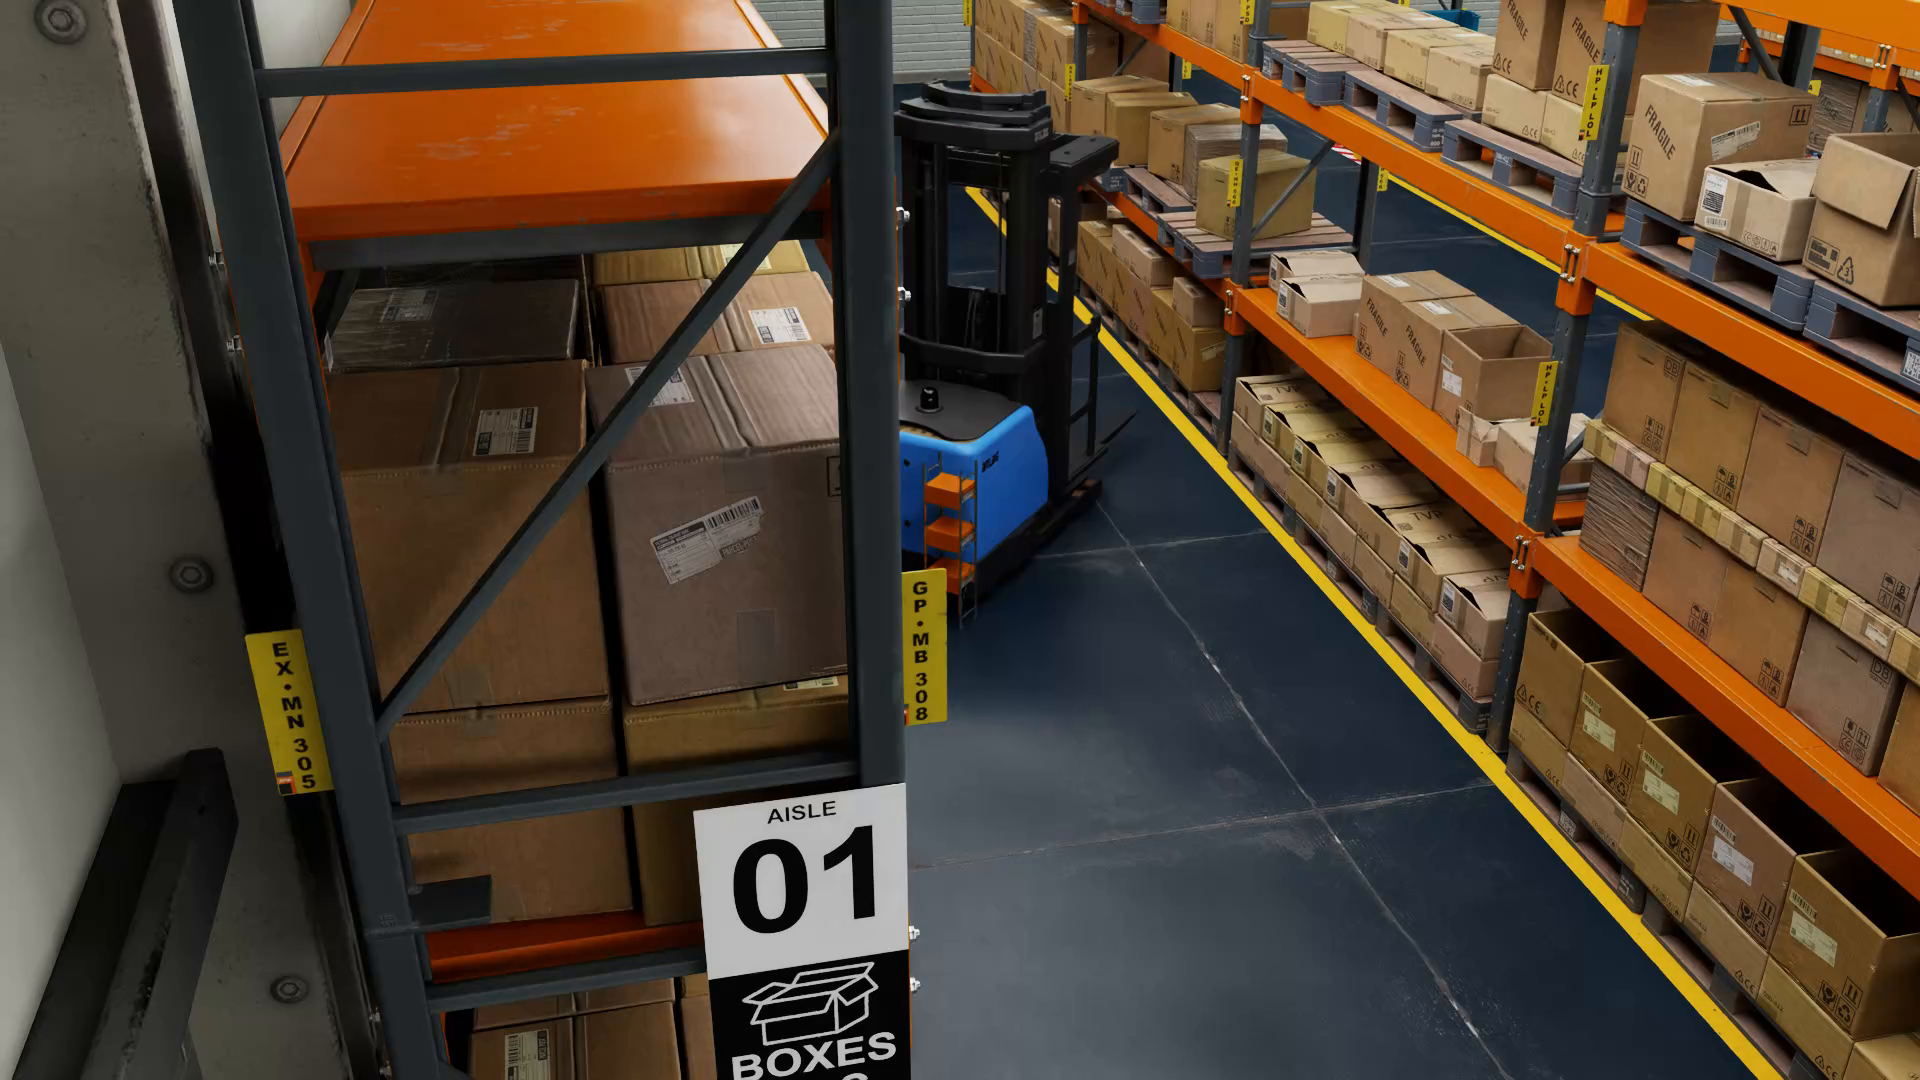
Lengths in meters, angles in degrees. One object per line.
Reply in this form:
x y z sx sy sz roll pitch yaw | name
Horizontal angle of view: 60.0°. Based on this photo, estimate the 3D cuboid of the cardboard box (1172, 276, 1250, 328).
1.964 -1.857 12.901 0.500 0.250 0.500 -5 27 -10 | cardboard box

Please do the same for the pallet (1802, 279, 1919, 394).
3.811 -0.668 5.860 1.003 0.211 1.213 -6 27 -12 | pallet

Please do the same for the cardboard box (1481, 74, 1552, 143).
3.066 -2.247 8.590 0.500 0.250 0.500 -9 28 -17 | cardboard box

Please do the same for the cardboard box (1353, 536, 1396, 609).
2.718 0.166 10.024 0.500 0.250 0.500 -5 27 -10 | cardboard box

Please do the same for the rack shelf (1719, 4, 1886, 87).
6.796 -4.428 14.010 1.077 0.370 4.000 -6 27 -12 | rack shelf

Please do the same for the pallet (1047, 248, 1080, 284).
1.365 -2.843 16.496 1.003 0.211 1.213 -6 27 -12 | pallet

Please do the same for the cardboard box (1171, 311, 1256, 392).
1.981 -1.498 13.021 0.500 0.500 0.500 -5 27 -10 | cardboard box

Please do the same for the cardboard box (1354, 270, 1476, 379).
2.814 -1.340 10.312 0.500 0.500 0.500 -7 28 -14 | cardboard box

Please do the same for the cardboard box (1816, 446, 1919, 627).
3.767 -0.043 6.303 0.700 0.500 0.500 -6 27 -12 | cardboard box

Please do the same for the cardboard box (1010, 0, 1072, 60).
0.809 -5.140 16.731 0.500 0.500 0.500 -6 27 -12 | cardboard box

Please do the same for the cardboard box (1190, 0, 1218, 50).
2.174 -3.827 11.909 0.910 0.500 0.500 -6 27 -12 | cardboard box

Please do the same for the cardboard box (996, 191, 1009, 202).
0.689 -3.805 17.870 0.500 0.250 0.500 -6 27 -12 | cardboard box

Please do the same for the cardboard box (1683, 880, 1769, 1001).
3.465 1.659 7.067 0.500 0.250 0.500 -6 27 -12 | cardboard box

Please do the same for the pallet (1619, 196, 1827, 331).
3.539 -1.203 6.919 1.003 0.211 1.213 -6 27 -12 | pallet

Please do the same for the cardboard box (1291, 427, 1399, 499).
2.492 -0.528 10.776 0.500 0.311 0.500 -7 28 -13 | cardboard box

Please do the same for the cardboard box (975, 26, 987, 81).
0.461 -5.366 18.288 0.500 0.500 0.500 -5 27 -11 | cardboard box

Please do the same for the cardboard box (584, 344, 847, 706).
-0.452 -0.047 3.289 0.500 0.500 0.500 -8 28 -15 | cardboard box

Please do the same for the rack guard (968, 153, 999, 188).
0.635 -4.394 19.246 1.175 0.500 0.348 -6 27 -12 | rack guard

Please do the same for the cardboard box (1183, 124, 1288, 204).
2.149 -2.949 13.033 0.700 0.500 0.500 -1 27 -2 | cardboard box

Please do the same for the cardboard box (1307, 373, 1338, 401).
2.778 -1.036 11.784 0.500 0.311 0.500 -5 27 -10 | cardboard box

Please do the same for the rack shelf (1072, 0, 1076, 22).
1.068 -5.683 16.496 1.077 0.370 4.000 -6 27 -12 | rack shelf

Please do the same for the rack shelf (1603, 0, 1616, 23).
2.871 -3.331 8.952 1.077 0.370 4.000 -6 27 -12 | rack shelf

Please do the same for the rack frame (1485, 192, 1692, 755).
3.322 -0.275 8.312 1.000 3.000 0.127 -6 27 -12 | rack frame

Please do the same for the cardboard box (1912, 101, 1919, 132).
11.100 -4.328 18.234 0.875 0.875 0.875 -6 27 -12 | cardboard box

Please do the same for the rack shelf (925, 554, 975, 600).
-0.056 0.265 10.047 0.240 0.259 0.215 15 30 27 | rack shelf

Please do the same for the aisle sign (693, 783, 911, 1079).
-0.294 0.826 3.245 0.394 0.787 0.004 -6 27 -12 | aisle sign

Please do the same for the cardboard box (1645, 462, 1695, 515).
3.310 -0.248 7.428 0.380 0.149 0.250 -7 28 -13 | cardboard box

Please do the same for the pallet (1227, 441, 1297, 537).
2.568 -0.421 11.696 1.003 0.211 1.213 -6 27 -12 | pallet

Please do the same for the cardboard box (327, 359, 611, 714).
-0.954 -0.016 3.227 0.500 0.500 0.500 -5 27 -9 | cardboard box

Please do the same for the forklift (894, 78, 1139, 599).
0.341 -1.577 10.967 1.130 2.935 3.031 14 30 25 | forklift

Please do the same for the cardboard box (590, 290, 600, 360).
-0.886 -0.503 5.303 0.500 0.500 0.500 -7 28 -14 | cardboard box

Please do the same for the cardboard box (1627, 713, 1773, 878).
3.347 1.105 7.332 0.500 0.500 0.500 -6 27 -12 | cardboard box

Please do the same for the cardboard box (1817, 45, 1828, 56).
10.262 -5.795 19.527 0.380 0.149 0.250 -6 27 -13 | cardboard box

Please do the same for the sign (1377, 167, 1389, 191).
2.960 -2.606 11.645 0.100 0.325 0.005 -6 27 -12 | sign

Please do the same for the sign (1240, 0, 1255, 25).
1.891 -3.547 10.891 0.100 0.325 0.005 -6 27 -12 | sign

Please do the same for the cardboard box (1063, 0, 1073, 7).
1.337 -5.192 16.834 0.500 0.500 0.500 -5 27 -10 | cardboard box

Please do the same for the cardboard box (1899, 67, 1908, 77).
10.551 -5.231 18.411 0.380 0.149 0.250 -5 27 -11 | cardboard box

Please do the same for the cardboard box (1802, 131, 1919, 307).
3.570 -1.174 6.029 0.797 0.503 0.637 -3 27 -6 | cardboard box

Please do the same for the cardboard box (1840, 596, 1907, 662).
3.600 0.318 6.307 0.380 0.149 0.250 -6 27 -12 | cardboard box

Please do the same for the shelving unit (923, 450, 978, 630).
-0.056 0.007 9.917 0.252 1.050 0.215 15 30 27 | shelving unit

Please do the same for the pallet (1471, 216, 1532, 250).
6.142 -3.362 17.523 1.003 0.211 1.213 -6 27 -12 | pallet

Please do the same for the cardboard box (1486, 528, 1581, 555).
3.364 0.088 9.557 0.500 0.311 0.500 -6 27 -12 | cardboard box

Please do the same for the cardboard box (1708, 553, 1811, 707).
3.662 0.326 7.010 0.700 0.500 0.500 -6 27 -11 | cardboard box

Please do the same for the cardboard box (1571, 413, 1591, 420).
3.321 -0.572 9.180 0.380 0.149 0.250 -6 27 -12 | cardboard box

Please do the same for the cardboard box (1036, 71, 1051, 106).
1.039 -4.251 16.079 0.500 0.500 0.500 -5 27 -10 | cardboard box

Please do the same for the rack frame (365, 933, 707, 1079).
-0.602 1.986 3.833 1.000 3.000 0.127 -6 27 -12 | rack frame

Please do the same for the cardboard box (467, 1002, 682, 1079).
-0.916 1.524 4.061 0.500 0.500 0.500 -6 27 -12 | cardboard box

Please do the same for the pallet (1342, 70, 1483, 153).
2.915 -2.506 9.613 1.003 0.211 1.213 -5 27 -9 | pallet

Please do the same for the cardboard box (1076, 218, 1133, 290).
1.391 -2.630 15.264 0.500 0.500 0.500 -7 28 -14 | cardboard box
